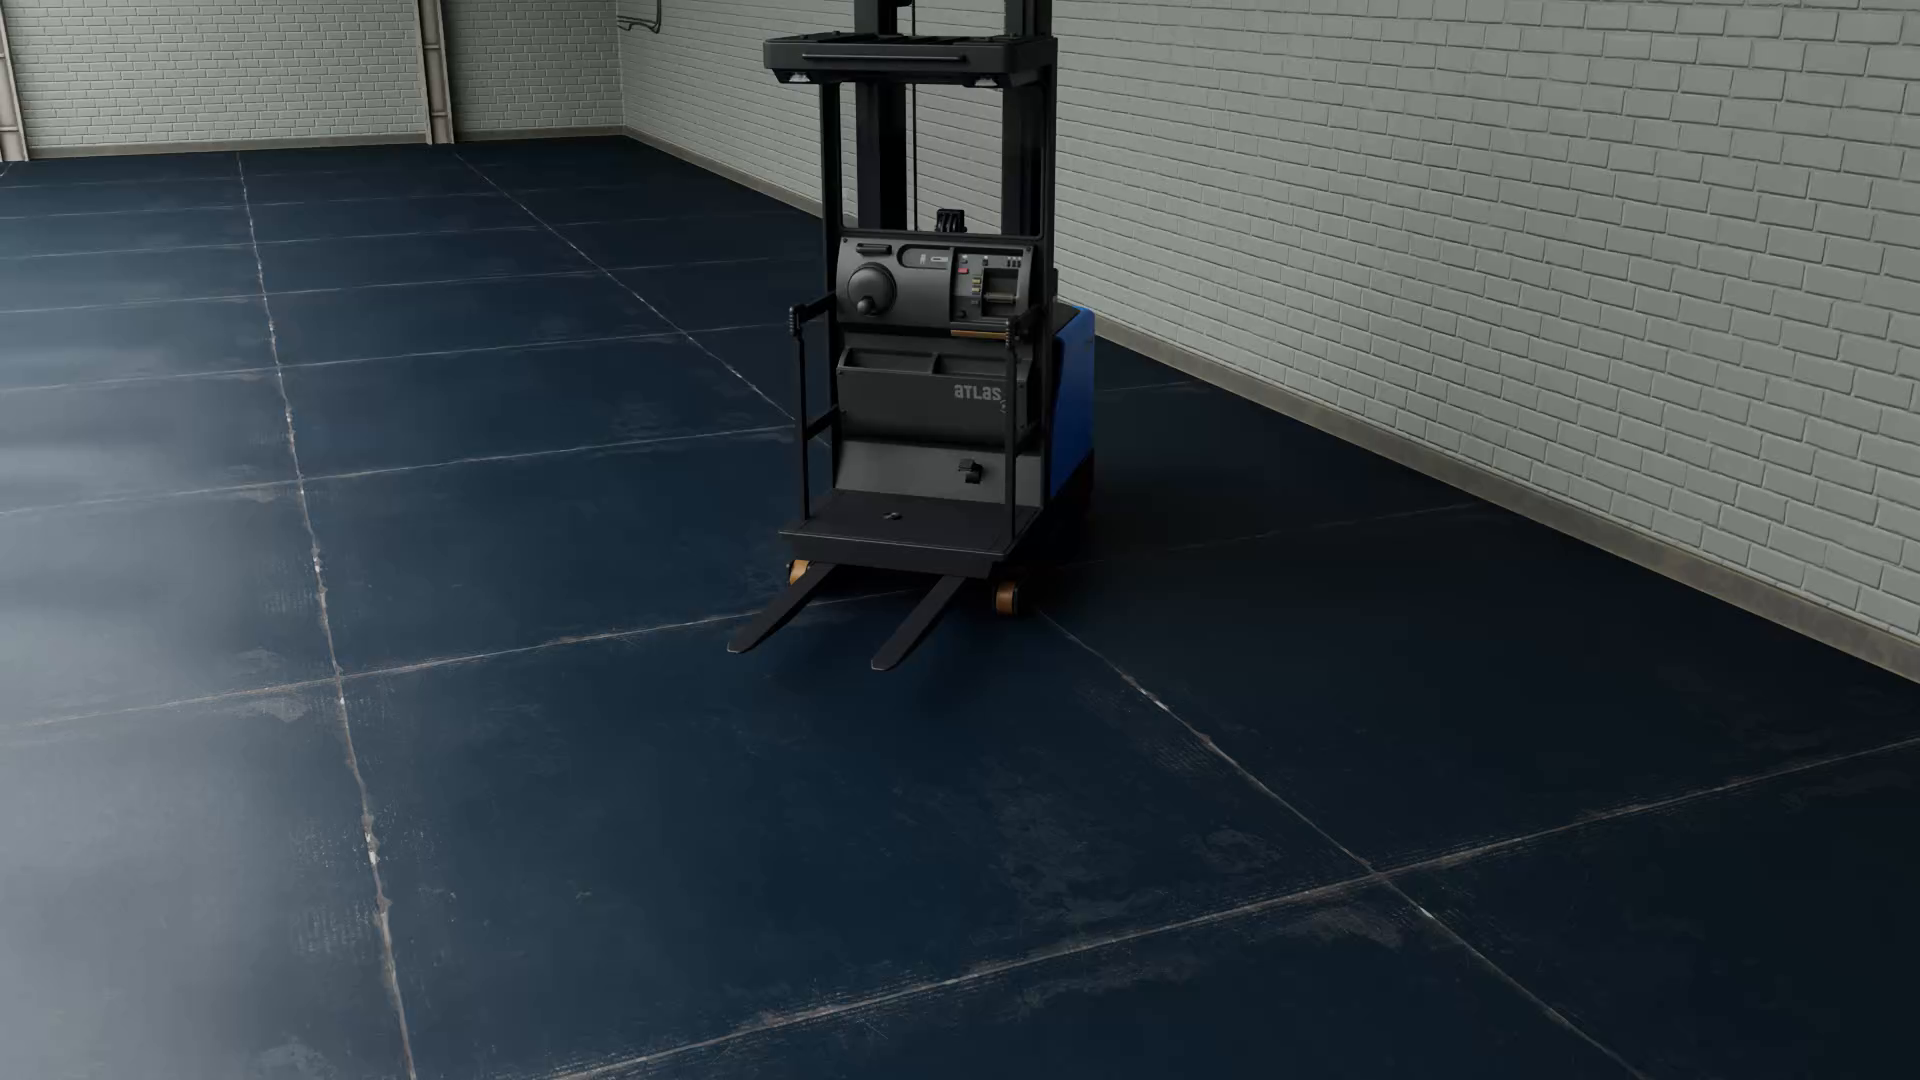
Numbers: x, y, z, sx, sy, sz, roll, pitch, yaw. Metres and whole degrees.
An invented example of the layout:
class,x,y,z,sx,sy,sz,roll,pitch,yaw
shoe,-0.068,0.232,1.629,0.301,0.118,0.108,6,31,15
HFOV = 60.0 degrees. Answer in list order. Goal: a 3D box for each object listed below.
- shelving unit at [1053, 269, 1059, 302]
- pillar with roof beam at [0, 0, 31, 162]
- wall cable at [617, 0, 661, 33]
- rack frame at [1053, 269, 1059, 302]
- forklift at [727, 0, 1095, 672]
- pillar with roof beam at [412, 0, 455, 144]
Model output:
class,x,y,z,sx,sy,sz,roll,pitch,yaw
shelving unit,0.384,-0.903,9.257,0.258,1.200,0.189,5,13,15
pillar with roof beam,-12.076,-8.466,19.017,0.400,9.000,9.100,-8,21,-22
wall cable,-5.043,-9.088,25.459,0.112,2.526,3.097,-8,21,-22
rack frame,0.409,-0.921,9.343,0.240,1.200,0.006,5,13,15
forklift,-0.177,-1.182,7.467,1.130,2.935,3.031,6,20,15
pillar with roof beam,-6.567,-9.256,21.259,0.400,9.000,9.100,-8,21,-22
